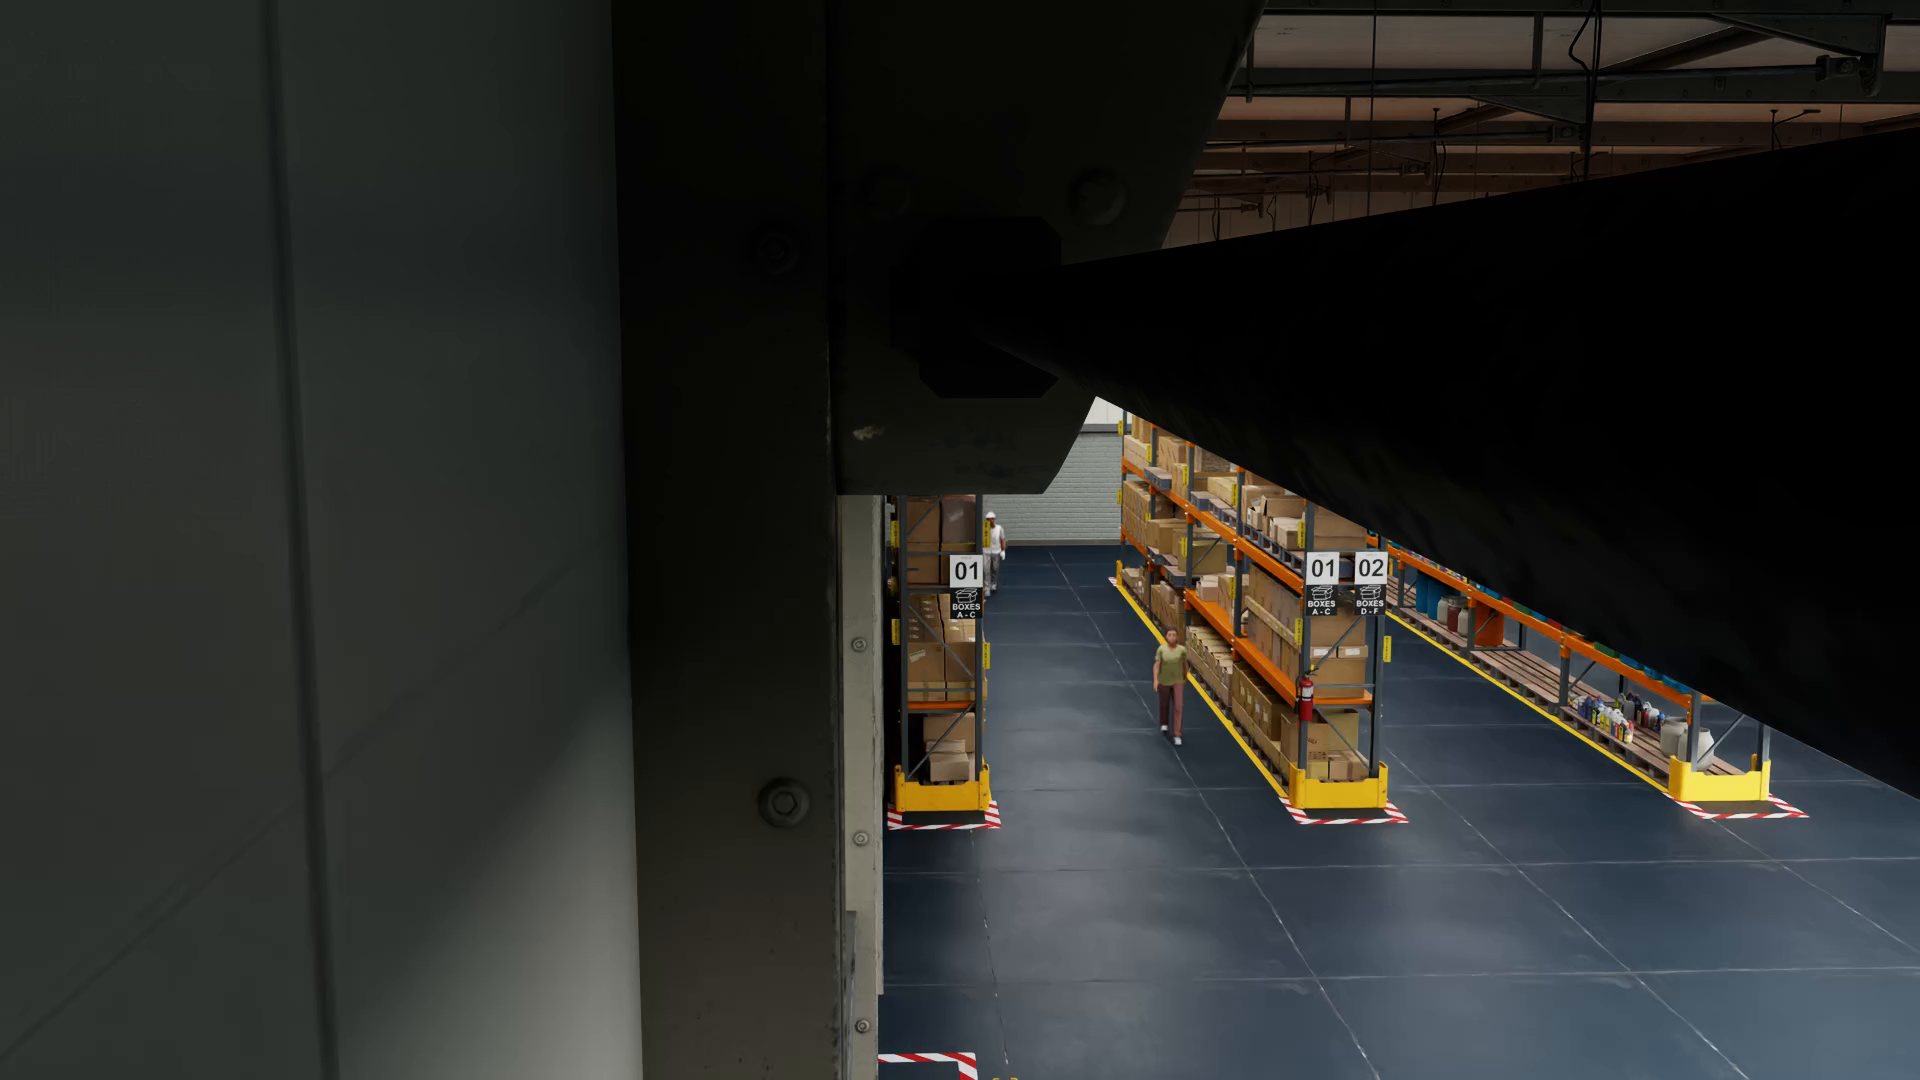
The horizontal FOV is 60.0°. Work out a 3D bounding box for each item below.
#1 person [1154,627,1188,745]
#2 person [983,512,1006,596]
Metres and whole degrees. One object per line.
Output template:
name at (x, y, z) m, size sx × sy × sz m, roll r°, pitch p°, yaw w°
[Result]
person at (3.005, 2.033, 23.686) m, size 0.513 × 1.605 × 1.054 m, roll 0°, pitch 8°, yaw 1°
person at (0.651, 0.271, 35.132) m, size 0.628 × 1.720 × 1.039 m, roll 0°, pitch 8°, yaw -2°
